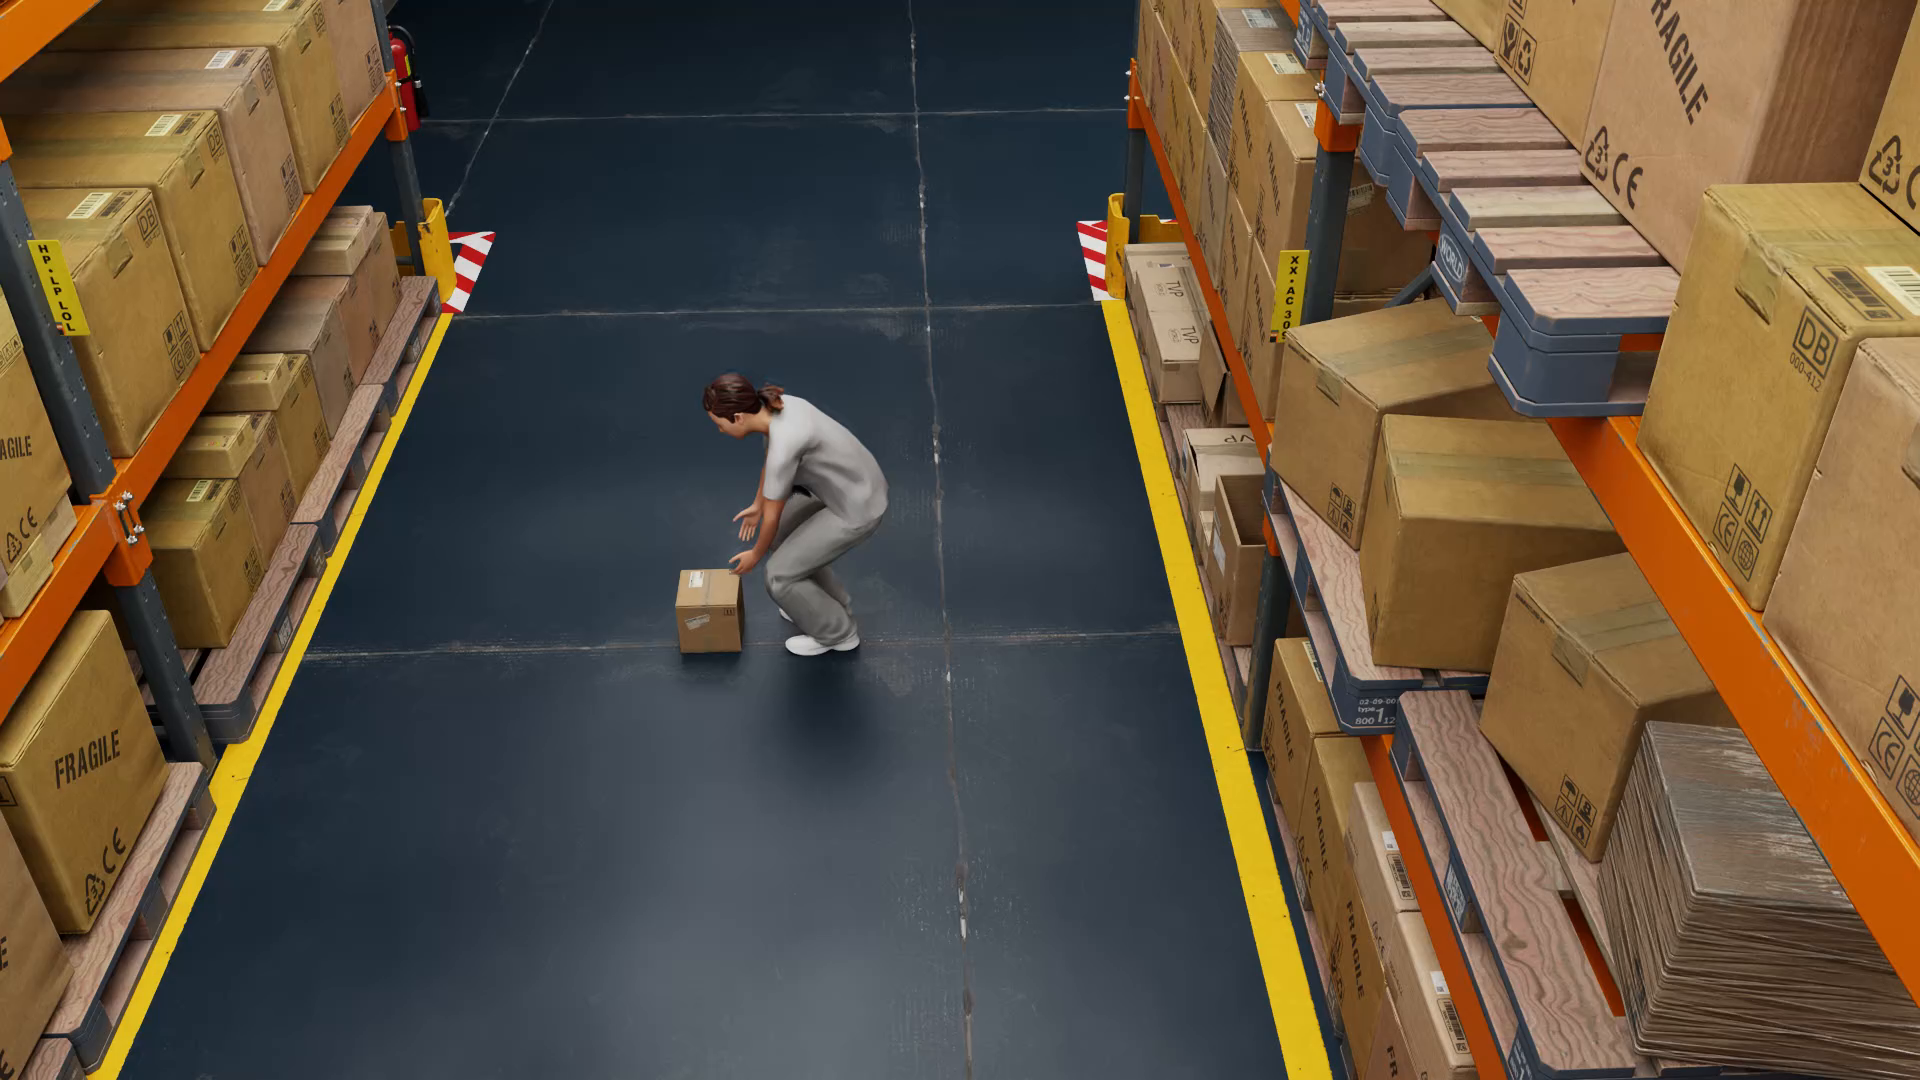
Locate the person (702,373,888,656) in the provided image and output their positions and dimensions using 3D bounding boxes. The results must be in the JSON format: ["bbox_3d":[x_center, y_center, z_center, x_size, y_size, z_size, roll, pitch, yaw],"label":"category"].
[{"bbox_3d":[-0.634,-0.108,6.649,0.696,1.275,0.490,-1,35,-2],"label":"person"}]
